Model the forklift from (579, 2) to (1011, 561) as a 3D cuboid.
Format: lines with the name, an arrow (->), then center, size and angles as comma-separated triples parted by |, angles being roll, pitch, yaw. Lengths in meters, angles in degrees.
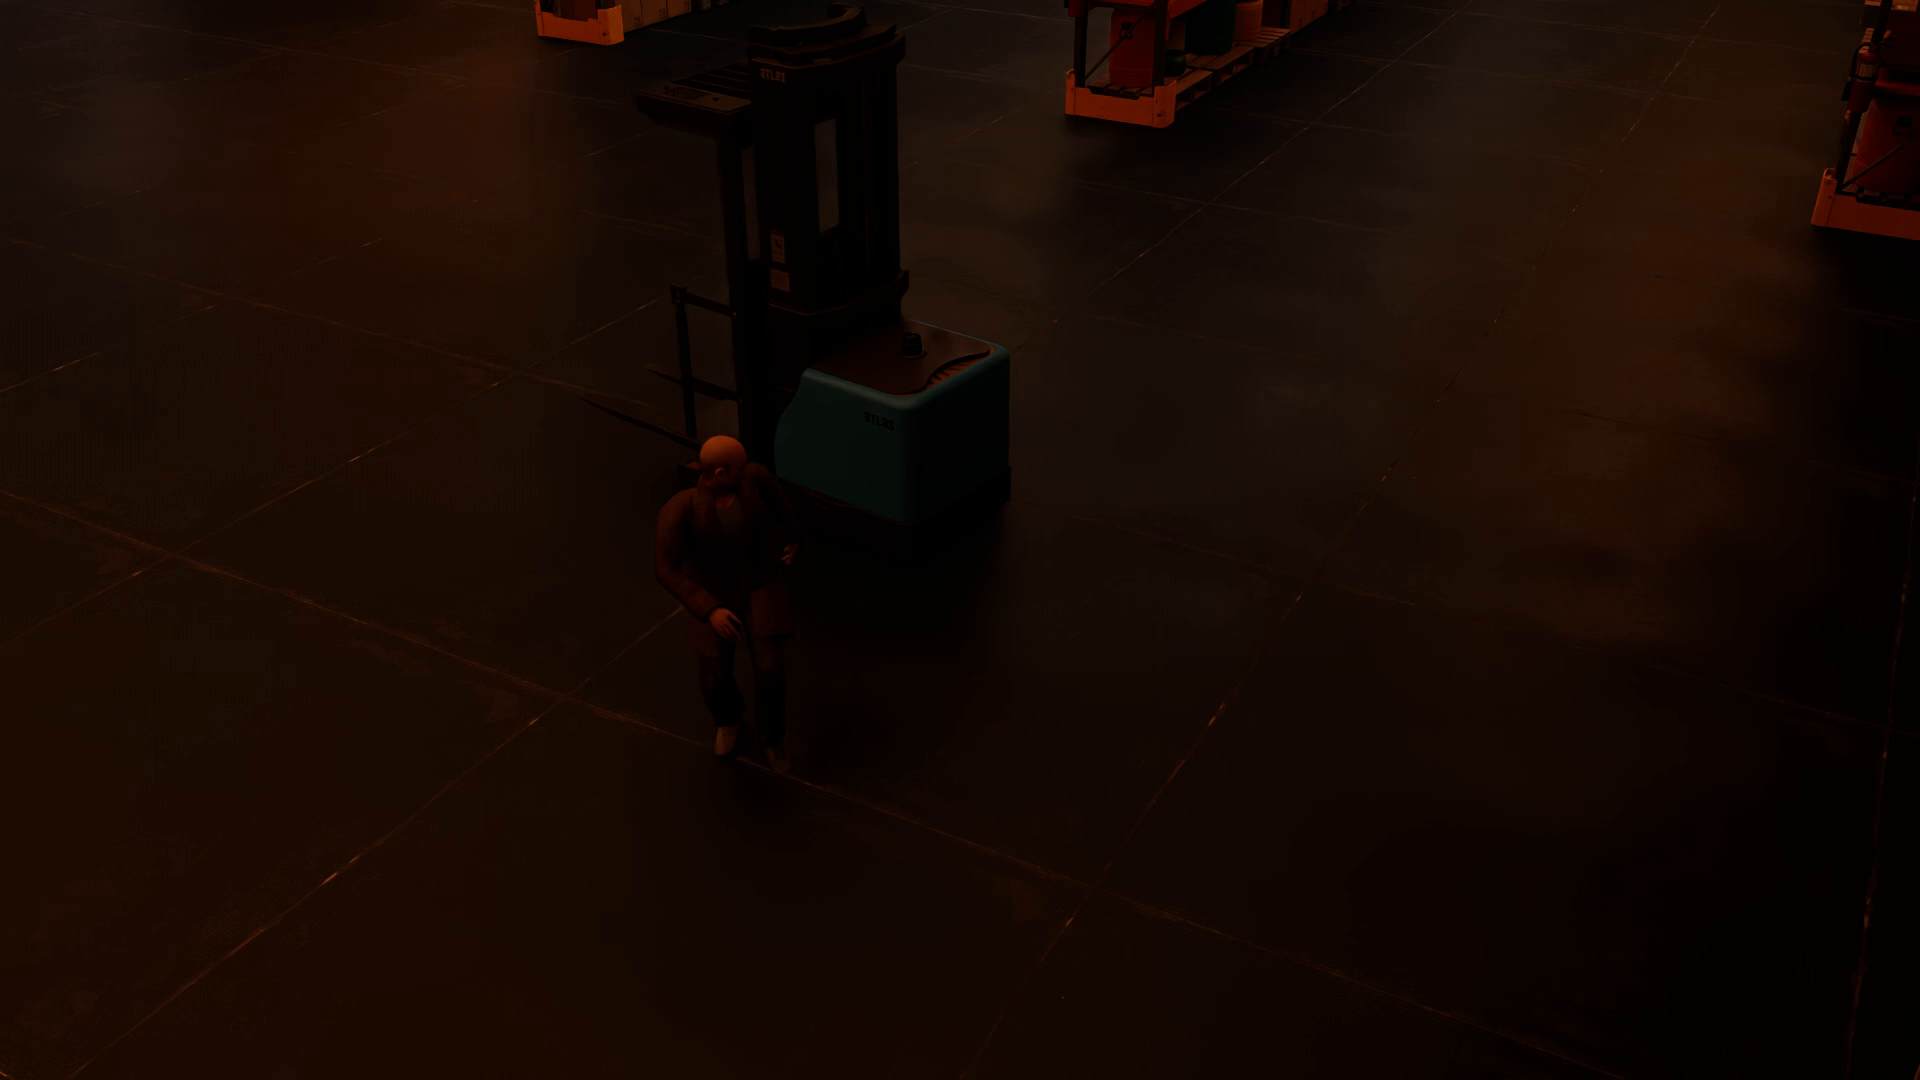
forklift -> -1.169, -1.730, 10.067 | 3.031, 2.935, 1.130 | 21, 36, 31

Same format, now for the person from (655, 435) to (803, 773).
person -> -1.051, 0.293, 7.843 | 0.728, 1.764, 0.799 | -6, 31, -11
